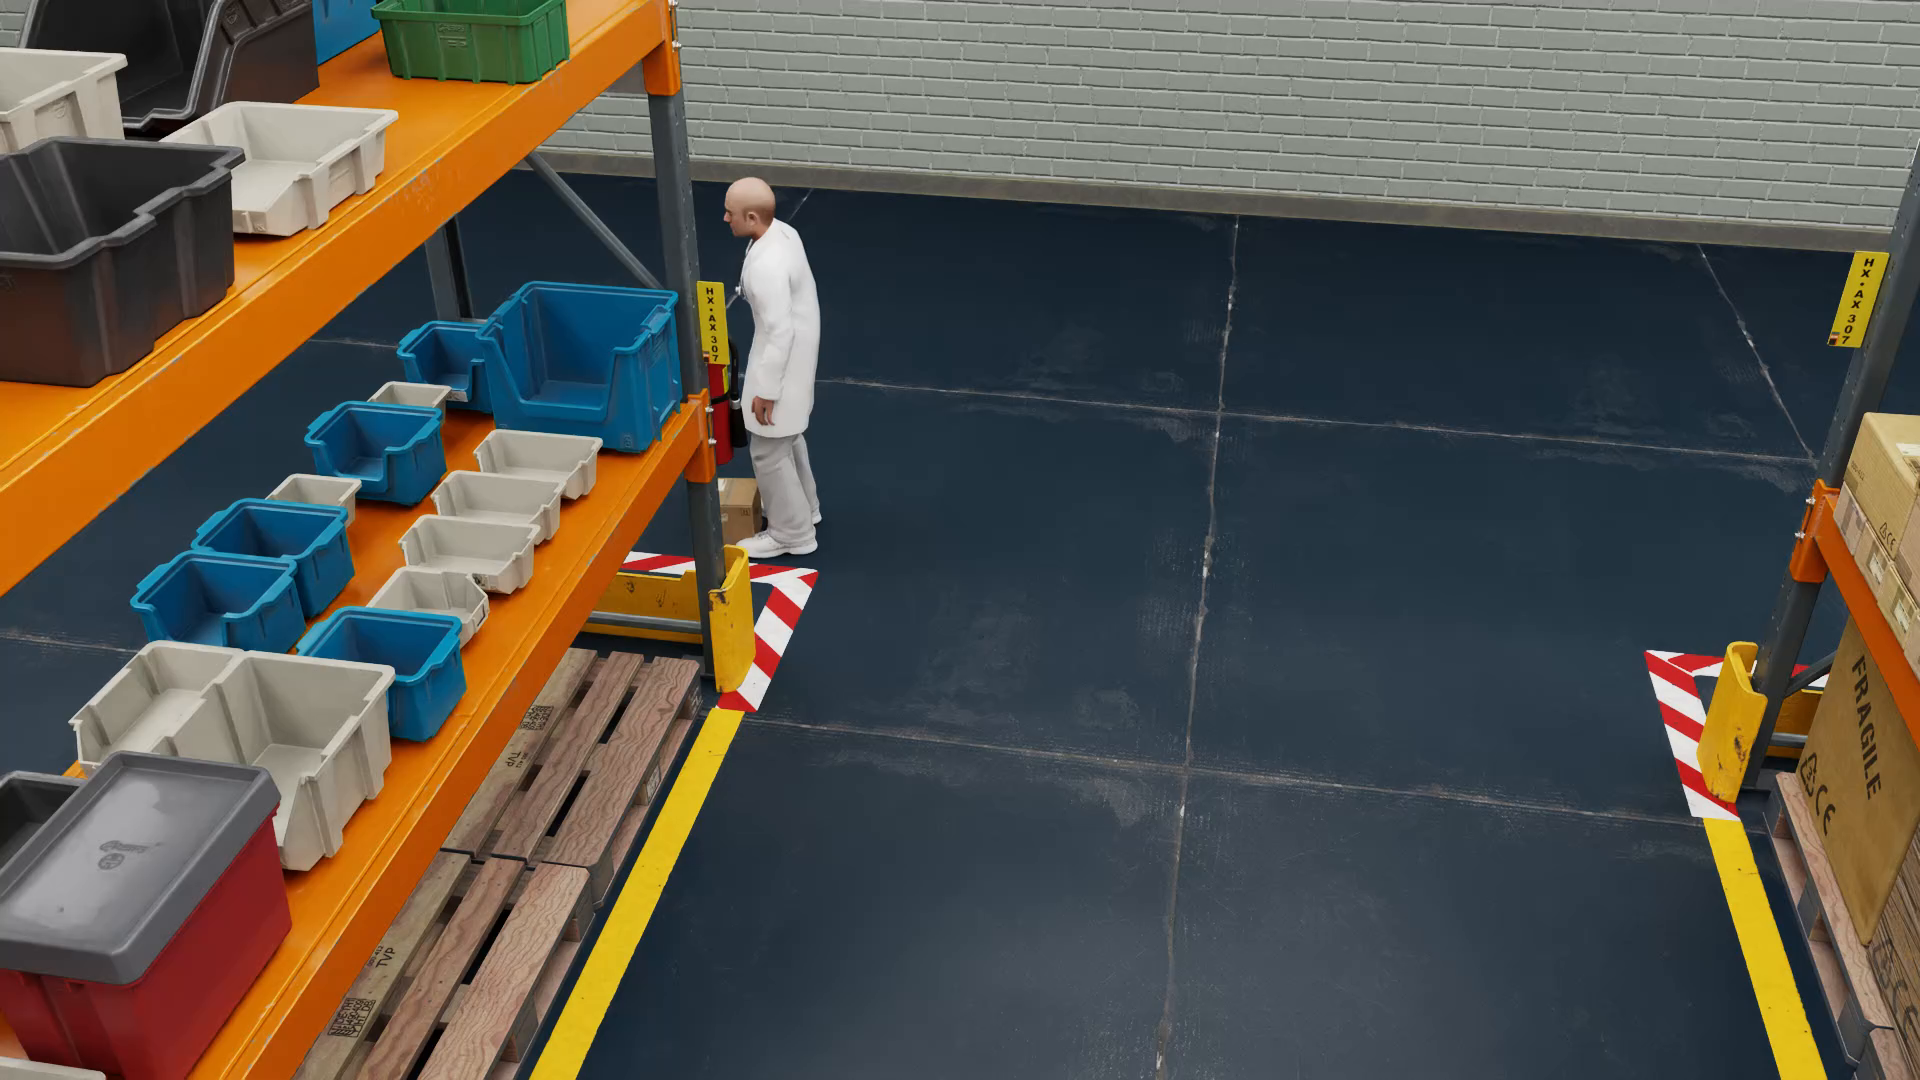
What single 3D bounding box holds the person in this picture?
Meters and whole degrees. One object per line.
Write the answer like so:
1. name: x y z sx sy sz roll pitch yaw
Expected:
1. person: -0.823 -0.753 7.359 0.428 1.773 0.651 0 32 0
